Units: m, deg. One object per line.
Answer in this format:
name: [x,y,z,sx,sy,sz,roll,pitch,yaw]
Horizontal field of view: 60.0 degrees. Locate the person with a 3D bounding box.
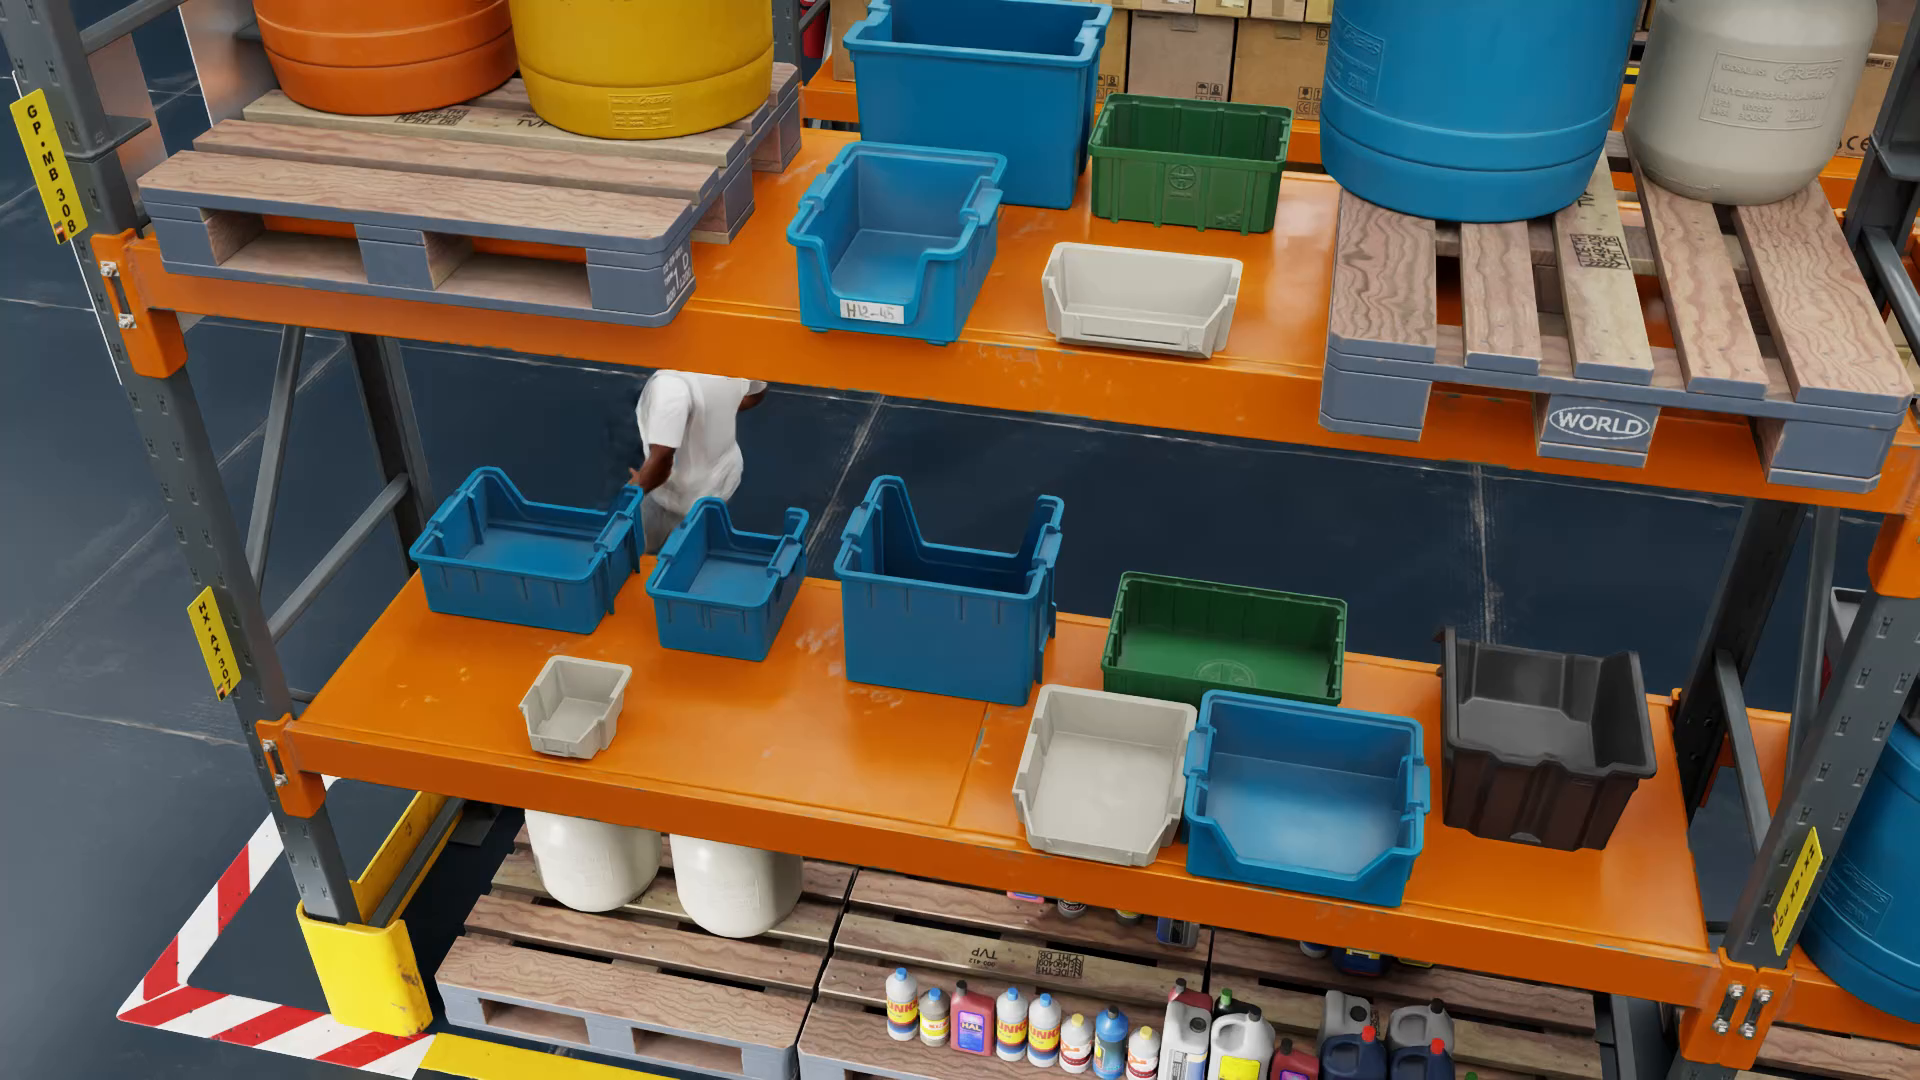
person: [-1.108,-0.236,6.488,0.552,1.720,0.804,11,38,14]
